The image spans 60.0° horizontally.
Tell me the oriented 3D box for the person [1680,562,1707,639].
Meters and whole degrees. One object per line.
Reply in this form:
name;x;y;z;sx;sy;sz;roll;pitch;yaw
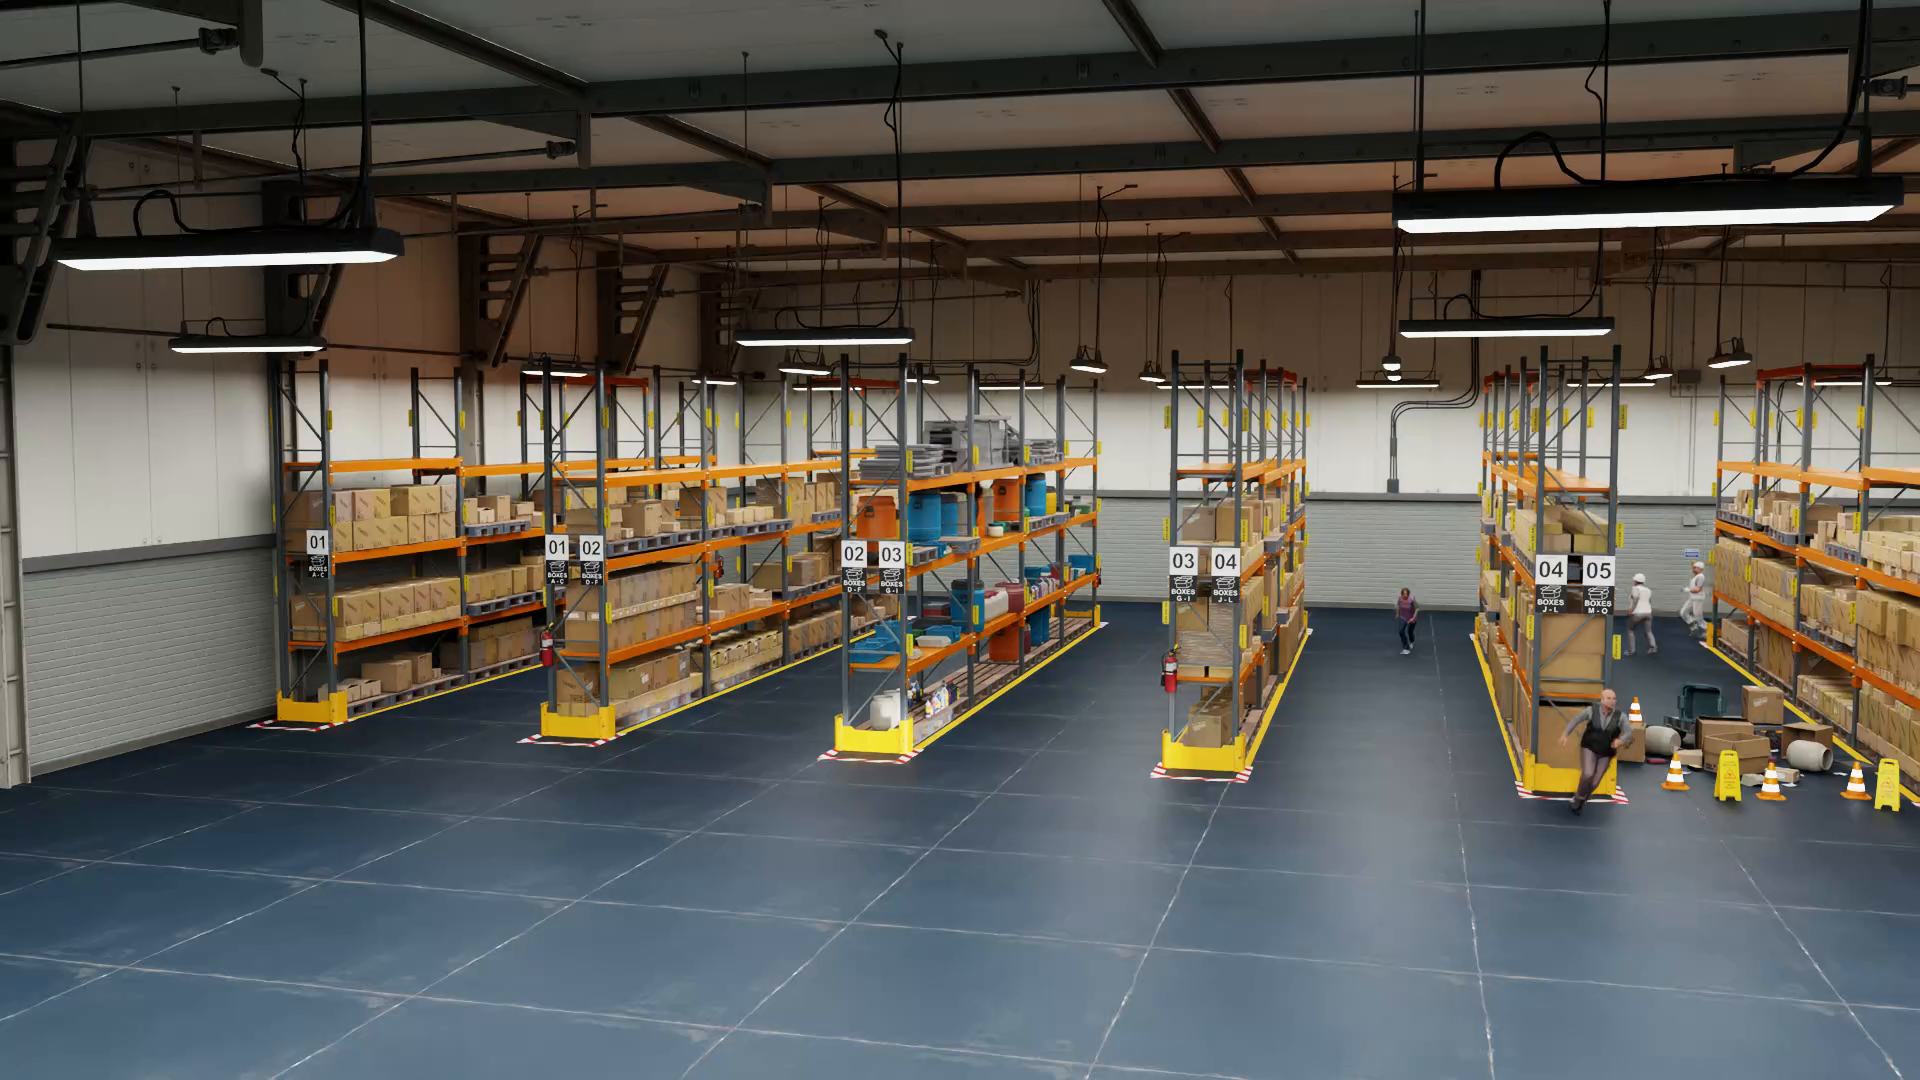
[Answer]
person;16.768;1.380;37.937;0.696;1.783;0.641;1;4;7

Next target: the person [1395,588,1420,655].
person;9.648;1.710;35.676;0.528;1.448;0.982;3;5;32

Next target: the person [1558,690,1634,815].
person;8.048;2.692;20.986;0.814;1.630;0.695;0;4;4

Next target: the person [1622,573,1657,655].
person;14.421;1.600;35.167;0.653;1.767;0.966;-1;4;-12
